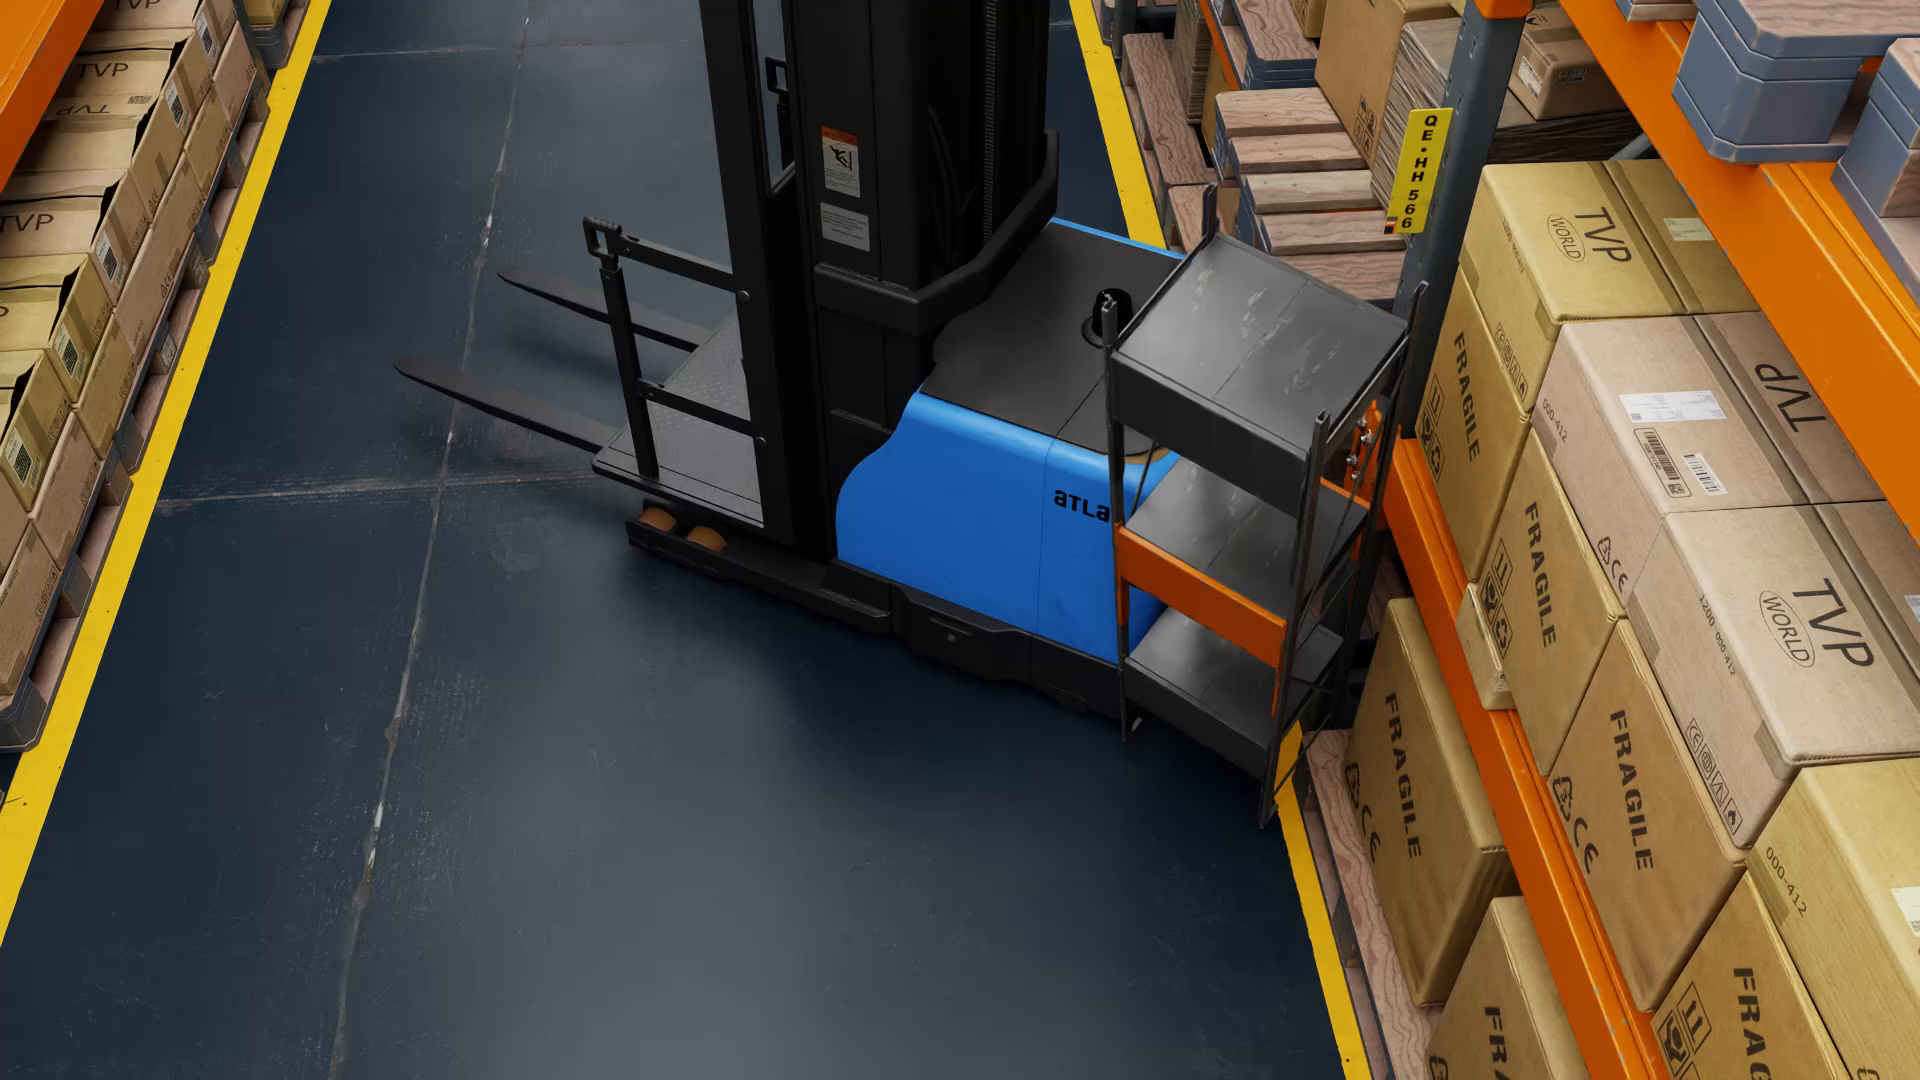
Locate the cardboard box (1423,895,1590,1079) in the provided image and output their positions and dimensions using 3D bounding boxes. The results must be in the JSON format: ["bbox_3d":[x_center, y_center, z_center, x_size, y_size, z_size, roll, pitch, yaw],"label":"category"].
[{"bbox_3d":[1.563,1.280,3.663,0.750,0.750,0.750,-4,47,-3],"label":"cardboard box"}]

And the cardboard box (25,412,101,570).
[{"bbox_3d":[-3.165,-0.145,5.426,0.500,0.250,0.500,-5,47,-4],"label":"cardboard box"}]

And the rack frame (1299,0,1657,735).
[{"bbox_3d":[1.565,-0.489,4.147,1.000,3.000,0.127,-3,47,-3],"label":"rack frame"}]

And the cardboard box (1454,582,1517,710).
[{"bbox_3d":[1.312,0.223,3.632,0.380,0.149,0.250,-2,47,-2],"label":"cardboard box"}]

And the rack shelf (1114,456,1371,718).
[{"bbox_3d":[0.709,0.062,4.188,0.480,0.518,0.431,31,68,22],"label":"rack shelf"}]

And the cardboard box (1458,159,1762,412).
[{"bbox_3d":[1.349,-0.526,3.378,0.500,0.250,0.500,-2,47,-2],"label":"cardboard box"}]

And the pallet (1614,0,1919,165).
[{"bbox_3d":[1.672,-0.993,2.689,1.213,0.211,1.003,-2,47,-1],"label":"pallet"}]

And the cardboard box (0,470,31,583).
[{"bbox_3d":[-3.122,0.026,4.878,0.500,0.311,0.500,-2,47,-2],"label":"cardboard box"}]

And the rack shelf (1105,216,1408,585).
[{"bbox_3d":[0.637,-0.295,3.590,0.480,0.518,0.431,31,68,22],"label":"rack shelf"}]

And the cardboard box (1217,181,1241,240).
[{"bbox_3d":[1.404,-1.401,6.430,0.700,0.500,0.500,-3,47,-3],"label":"cardboard box"}]

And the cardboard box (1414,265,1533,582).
[{"bbox_3d":[1.351,-0.266,3.648,0.500,0.500,0.500,-2,47,-2],"label":"cardboard box"}]

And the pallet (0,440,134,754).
[{"bbox_3d":[-3.401,0.175,5.438,1.003,0.211,1.213,-3,47,-3],"label":"pallet"}]

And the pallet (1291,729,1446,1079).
[{"bbox_3d":[1.556,1.045,4.615,1.003,0.211,1.213,-3,47,-3],"label":"pallet"}]

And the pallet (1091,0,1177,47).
[{"bbox_3d":[1.139,-2.908,8.359,1.003,0.211,1.213,-3,47,-3],"label":"pallet"}]

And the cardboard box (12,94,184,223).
[{"bbox_3d":[-3.297,-1.458,6.284,0.500,0.311,0.500,-4,47,-3],"label":"cardboard box"}]

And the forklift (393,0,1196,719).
[{"bbox_3d":[-0.561,-1.213,4.880,3.031,2.935,1.130,20,50,18],"label":"forklift"}]

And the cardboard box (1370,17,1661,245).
[{"bbox_3d":[1.516,-1.014,4.273,0.700,0.500,0.500,-8,47,-8],"label":"cardboard box"}]

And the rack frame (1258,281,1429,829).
[{"bbox_3d":[0.900,0.172,4.083,0.015,2.100,0.400,31,68,22],"label":"rack frame"}]

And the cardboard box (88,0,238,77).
[{"bbox_3d":[-3.386,-2.196,6.982,0.500,0.311,0.500,-3,47,-3],"label":"cardboard box"}]

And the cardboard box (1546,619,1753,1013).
[{"bbox_3d":[1.426,0.473,2.949,0.500,0.500,0.500,-4,47,-3],"label":"cardboard box"}]

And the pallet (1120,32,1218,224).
[{"bbox_3d":[1.297,-1.861,7.367,1.003,0.211,1.213,-3,47,-3],"label":"pallet"}]

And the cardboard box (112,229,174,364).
[{"bbox_3d":[-3.257,-0.891,6.133,0.500,0.250,0.500,-3,47,-2],"label":"cardboard box"}]

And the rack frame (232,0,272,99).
[{"bbox_3d":[-3.706,-3.079,6.601,1.000,3.000,0.127,-3,47,-3],"label":"rack frame"}]

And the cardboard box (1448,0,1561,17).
[{"bbox_3d":[1.465,-1.378,4.170,0.380,0.149,0.250,-11,47,-10],"label":"cardboard box"}]

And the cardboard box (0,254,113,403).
[{"bbox_3d":[-3.215,-0.723,5.587,0.500,0.311,0.500,-5,47,-4],"label":"cardboard box"}]

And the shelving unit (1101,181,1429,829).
[{"bbox_3d":[0.708,0.055,4.177,0.503,2.100,0.431,31,68,22],"label":"shelving unit"}]

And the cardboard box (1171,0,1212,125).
[{"bbox_3d":[1.308,-2.143,7.133,0.700,0.500,0.500,-2,47,-2],"label":"cardboard box"}]

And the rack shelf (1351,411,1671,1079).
[{"bbox_3d":[1.733,1.205,3.038,1.077,0.370,4.000,-3,47,-3],"label":"rack shelf"}]

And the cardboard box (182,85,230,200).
[{"bbox_3d":[-3.342,-1.630,6.832,0.500,0.250,0.500,-4,47,-4],"label":"cardboard box"}]

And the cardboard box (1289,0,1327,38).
[{"bbox_3d":[1.389,-1.914,5.125,0.700,0.500,0.500,-3,47,-3],"label":"cardboard box"}]

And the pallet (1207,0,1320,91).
[{"bbox_3d":[1.359,-1.853,5.571,1.003,0.211,1.213,-3,47,-3],"label":"pallet"}]

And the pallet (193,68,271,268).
[{"bbox_3d":[-3.605,-1.590,7.110,1.003,0.211,1.213,-3,47,-3],"label":"pallet"}]
